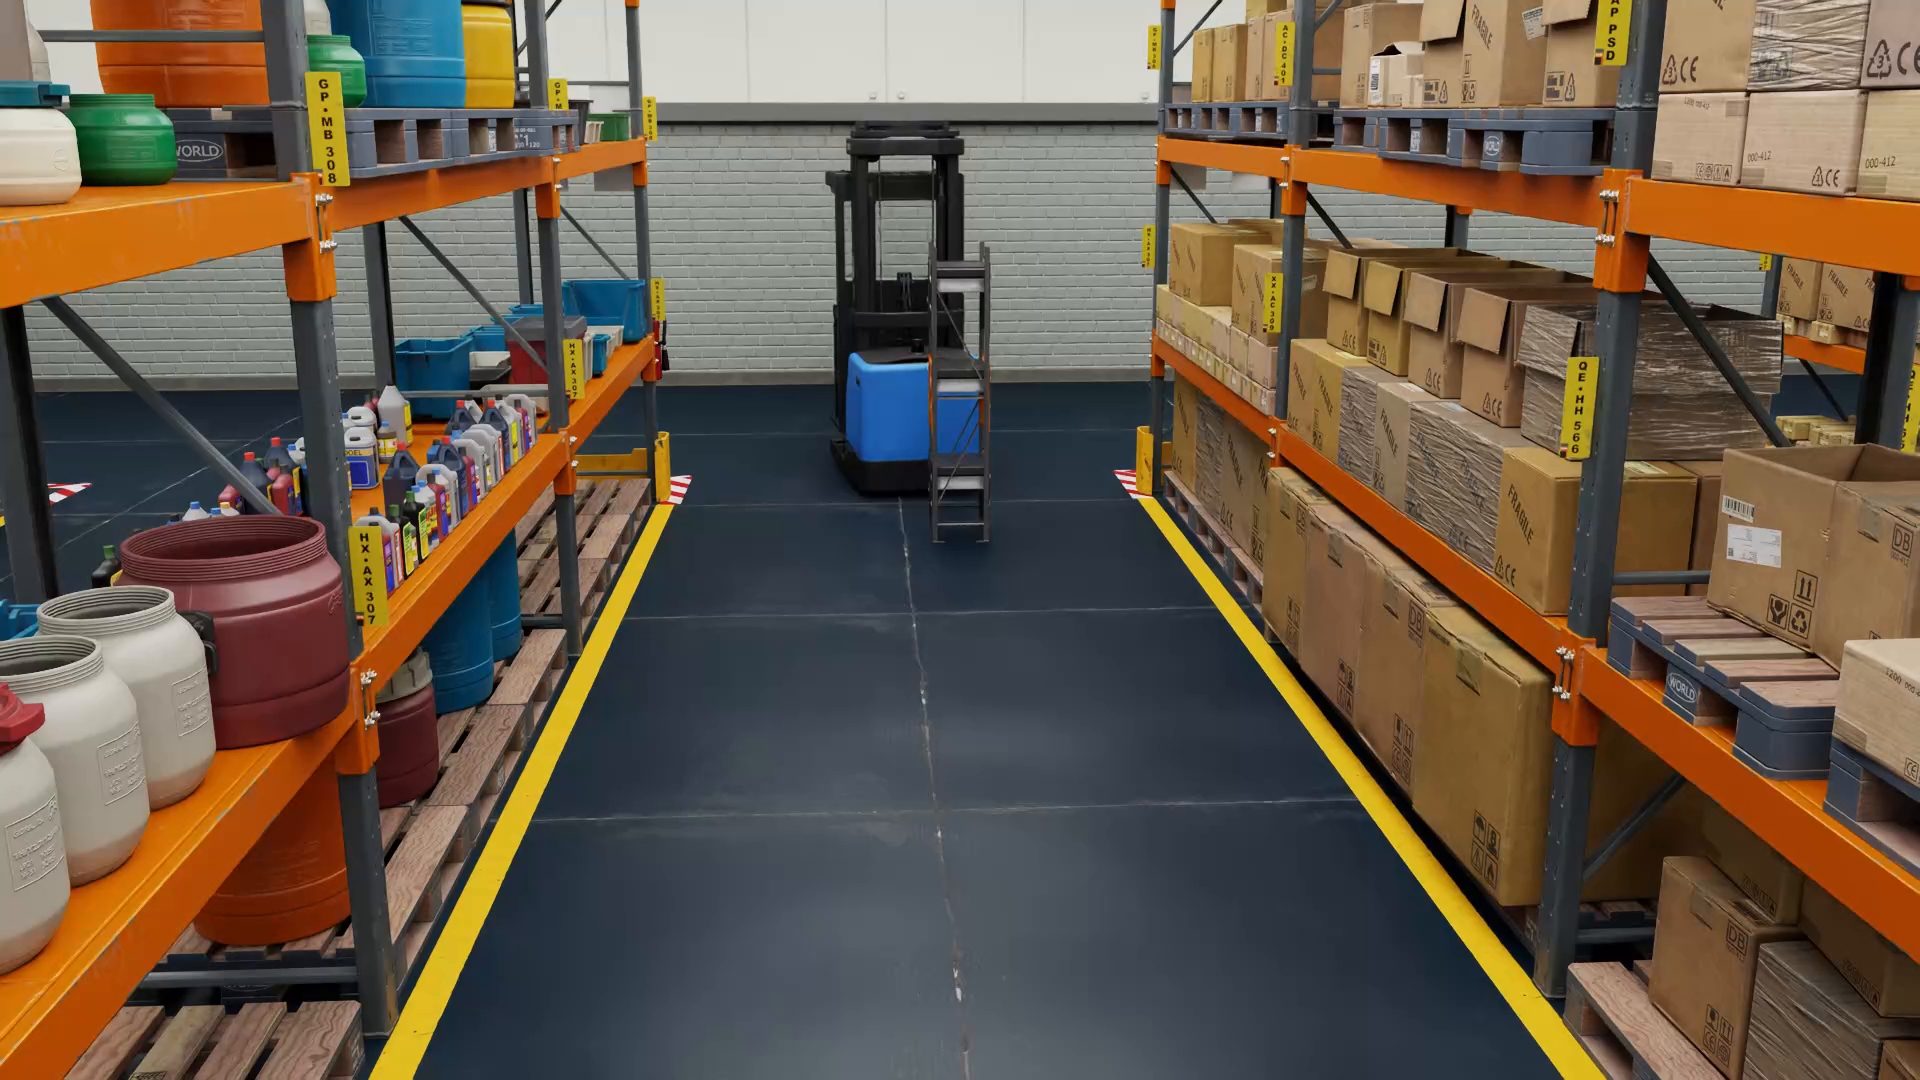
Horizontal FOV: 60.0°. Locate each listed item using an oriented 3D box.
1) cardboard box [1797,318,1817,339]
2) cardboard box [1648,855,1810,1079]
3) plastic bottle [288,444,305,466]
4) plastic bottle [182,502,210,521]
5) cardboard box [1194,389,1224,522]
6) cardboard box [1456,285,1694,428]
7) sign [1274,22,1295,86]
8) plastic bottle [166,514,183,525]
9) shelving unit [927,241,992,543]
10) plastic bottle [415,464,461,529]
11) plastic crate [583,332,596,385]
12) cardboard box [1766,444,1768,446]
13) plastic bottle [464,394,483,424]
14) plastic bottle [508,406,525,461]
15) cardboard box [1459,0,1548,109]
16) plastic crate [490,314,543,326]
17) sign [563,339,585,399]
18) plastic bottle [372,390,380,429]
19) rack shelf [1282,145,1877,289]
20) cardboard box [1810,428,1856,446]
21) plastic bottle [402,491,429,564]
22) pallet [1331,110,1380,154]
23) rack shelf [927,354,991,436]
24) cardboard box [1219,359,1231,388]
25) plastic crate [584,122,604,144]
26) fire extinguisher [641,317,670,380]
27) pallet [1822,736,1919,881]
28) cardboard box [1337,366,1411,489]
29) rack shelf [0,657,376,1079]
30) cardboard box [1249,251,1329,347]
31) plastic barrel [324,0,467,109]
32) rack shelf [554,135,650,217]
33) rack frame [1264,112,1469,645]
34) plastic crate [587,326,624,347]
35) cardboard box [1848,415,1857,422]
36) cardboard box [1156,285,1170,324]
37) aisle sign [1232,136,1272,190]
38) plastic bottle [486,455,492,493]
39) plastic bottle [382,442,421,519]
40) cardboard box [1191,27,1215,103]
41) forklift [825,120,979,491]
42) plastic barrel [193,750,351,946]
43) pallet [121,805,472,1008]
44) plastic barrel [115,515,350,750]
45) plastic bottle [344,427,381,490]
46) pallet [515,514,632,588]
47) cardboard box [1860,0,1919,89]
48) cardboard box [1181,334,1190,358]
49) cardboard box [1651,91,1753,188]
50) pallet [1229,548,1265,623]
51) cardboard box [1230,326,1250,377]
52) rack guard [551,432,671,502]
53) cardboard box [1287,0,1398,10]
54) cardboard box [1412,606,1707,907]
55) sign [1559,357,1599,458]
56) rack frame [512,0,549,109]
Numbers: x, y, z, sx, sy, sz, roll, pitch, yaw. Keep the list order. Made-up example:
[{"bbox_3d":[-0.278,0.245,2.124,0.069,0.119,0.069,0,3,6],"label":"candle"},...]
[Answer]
[{"bbox_3d":[6.747,-1.642,12.894,0.380,0.149,0.250,0,14,-1],"label":"cardboard box"},{"bbox_3d":[2.597,1.293,5.116,0.700,0.500,0.500,-2,15,-6],"label":"cardboard box"},{"bbox_3d":[-2.955,-0.289,7.388,0.097,0.271,0.097,0,14,0],"label":"plastic bottle"},{"bbox_3d":[-2.886,-0.010,6.302,0.097,0.271,0.097,0,14,0],"label":"plastic bottle"},{"bbox_3d":[2.216,-0.651,11.958,0.875,0.875,0.875,-1,14,-3],"label":"cardboard box"},{"bbox_3d":[2.469,-0.750,6.706,0.797,0.503,0.637,-1,14,-2],"label":"cardboard box"},{"bbox_3d":[1.734,-2.598,8.889,0.100,0.325,0.005,-1,14,-3],"label":"sign"},{"bbox_3d":[-2.874,0.039,6.114,0.097,0.271,0.097,0,14,0],"label":"plastic bottle"},{"bbox_3d":[-0.010,-1.058,11.925,0.431,2.100,0.503,-1,14,-3],"label":"shelving unit"},{"bbox_3d":[-2.198,-0.192,7.002,0.152,0.276,0.135,-1,14,-3],"label":"plastic bottle"},{"bbox_3d":[-2.566,-1.144,10.569,0.437,0.282,0.530,-1,14,-3],"label":"plastic crate"},{"bbox_3d":[2.743,-0.173,6.478,0.500,0.500,0.500,-1,14,-5],"label":"cardboard box"},{"bbox_3d":[-2.416,-0.540,8.204,0.144,0.351,0.185,-1,14,-3],"label":"plastic bottle"},{"bbox_3d":[-2.286,-0.546,8.376,0.152,0.276,0.135,-1,14,-3],"label":"plastic bottle"},{"bbox_3d":[2.285,-1.940,6.482,0.500,0.500,0.500,0,14,0],"label":"cardboard box"},{"bbox_3d":[-3.176,-1.502,12.060,0.416,0.233,0.300,-1,14,-3],"label":"plastic crate"},{"bbox_3d":[-2.106,-0.932,9.072,0.100,0.325,0.005,-1,14,-3],"label":"sign"},{"bbox_3d":[-3.058,-0.635,8.710,0.061,0.283,0.133,-1,14,-3],"label":"plastic bottle"},{"bbox_3d":[2.412,-1.473,7.155,1.077,0.370,4.000,-1,14,-3],"label":"rack shelf"},{"bbox_3d":[6.715,-0.756,12.630,0.380,0.149,0.250,-1,14,-4],"label":"cardboard box"},{"bbox_3d":[-2.117,-0.057,6.463,0.061,0.283,0.133,-1,14,-3],"label":"plastic bottle"},{"bbox_3d":[2.394,-1.999,8.139,0.805,0.209,1.217,-1,15,-6],"label":"pallet"},{"bbox_3d":[-0.010,-1.045,11.928,0.431,0.518,0.480,-1,14,-3],"label":"rack shelf"},{"bbox_3d":[1.878,-1.071,10.673,0.380,0.149,0.250,-1,14,-2],"label":"cardboard box"},{"bbox_3d":[-2.528,-2.599,10.618,0.437,0.136,0.530,-1,14,-3],"label":"plastic crate"},{"bbox_3d":[-2.459,-1.611,13.171,0.296,0.674,0.183,-1,14,-3],"label":"fire extinguisher"},{"bbox_3d":[2.699,0.713,3.619,1.003,0.211,1.213,-1,14,-3],"label":"pallet"},{"bbox_3d":[2.130,-0.547,7.931,0.500,0.500,0.500,-1,14,-5],"label":"cardboard box"},{"bbox_3d":[-2.284,1.051,3.365,1.077,0.370,4.000,-1,14,-3],"label":"rack shelf"},{"bbox_3d":[1.993,-1.411,9.689,0.500,0.500,0.500,0,14,-2],"label":"cardboard box"},{"bbox_3d":[-2.397,-2.266,6.946,0.600,0.901,0.708,-1,14,-3],"label":"plastic barrel"},{"bbox_3d":[-2.779,-2.391,10.724,1.077,0.370,4.000,-1,14,-3],"label":"rack shelf"},{"bbox_3d":[2.288,-0.866,9.372,1.000,3.000,0.127,-1,14,-3],"label":"rack frame"},{"bbox_3d":[-2.672,-1.486,12.189,0.396,0.136,0.243,-1,14,-3],"label":"plastic crate"},{"bbox_3d":[7.283,-0.895,13.171,0.380,0.149,0.250,-1,14,-3],"label":"cardboard box"},{"bbox_3d":[1.800,-1.809,12.740,0.500,0.250,0.500,-1,14,-5],"label":"cardboard box"},{"bbox_3d":[2.335,-3.142,13.002,0.394,0.787,0.004,-1,14,-3],"label":"aisle sign"},{"bbox_3d":[-2.212,-0.322,7.657,0.097,0.201,0.097,0,14,0],"label":"plastic bottle"},{"bbox_3d":[-2.347,-0.232,7.008,0.144,0.351,0.185,-1,14,-3],"label":"plastic bottle"},{"bbox_3d":[2.040,-3.343,11.737,0.700,0.500,0.500,-1,14,-5],"label":"cardboard box"},{"bbox_3d":[-0.556,-2.128,14.415,1.130,2.935,3.031,-3,15,-11],"label":"forklift"},{"bbox_3d":[-2.455,0.932,5.899,0.600,0.830,0.708,-1,14,-3],"label":"plastic barrel"},{"bbox_3d":[-2.498,1.360,6.316,1.003,0.211,1.213,-1,14,-3],"label":"pallet"},{"bbox_3d":[-2.076,0.250,4.761,0.600,0.536,0.708,-1,14,-3],"label":"plastic barrel"},{"bbox_3d":[-2.798,-0.380,7.734,0.152,0.276,0.135,-1,14,-3],"label":"plastic bottle"},{"bbox_3d":[-2.818,0.075,11.313,1.003,0.211,1.213,-1,14,-3],"label":"pallet"},{"bbox_3d":[2.374,-1.242,3.611,0.500,0.500,0.500,-1,14,-5],"label":"cardboard box"},{"bbox_3d":[1.798,-1.390,11.914,0.380,0.149,0.250,-1,14,-5],"label":"cardboard box"},{"bbox_3d":[2.311,-1.130,4.681,0.500,0.250,0.500,-1,14,-2],"label":"cardboard box"},{"bbox_3d":[2.319,0.294,10.459,1.003,0.211,1.213,-1,14,-3],"label":"pallet"},{"bbox_3d":[1.964,-1.172,10.265,0.500,0.250,0.500,0,14,-2],"label":"cardboard box"},{"bbox_3d":[-2.918,-0.580,13.275,1.175,0.500,0.348,-1,14,-3],"label":"rack guard"},{"bbox_3d":[2.236,-3.216,9.737,0.500,0.250,0.500,-2,15,-7],"label":"cardboard box"},{"bbox_3d":[2.514,0.782,6.387,1.225,0.875,0.875,-2,15,-6],"label":"cardboard box"},{"bbox_3d":[1.982,-0.423,5.325,0.100,0.325,0.005,-1,14,-3],"label":"sign"},{"bbox_3d":[-2.655,-3.695,8.328,1.000,3.000,0.127,-1,14,-3],"label":"rack frame"}]
